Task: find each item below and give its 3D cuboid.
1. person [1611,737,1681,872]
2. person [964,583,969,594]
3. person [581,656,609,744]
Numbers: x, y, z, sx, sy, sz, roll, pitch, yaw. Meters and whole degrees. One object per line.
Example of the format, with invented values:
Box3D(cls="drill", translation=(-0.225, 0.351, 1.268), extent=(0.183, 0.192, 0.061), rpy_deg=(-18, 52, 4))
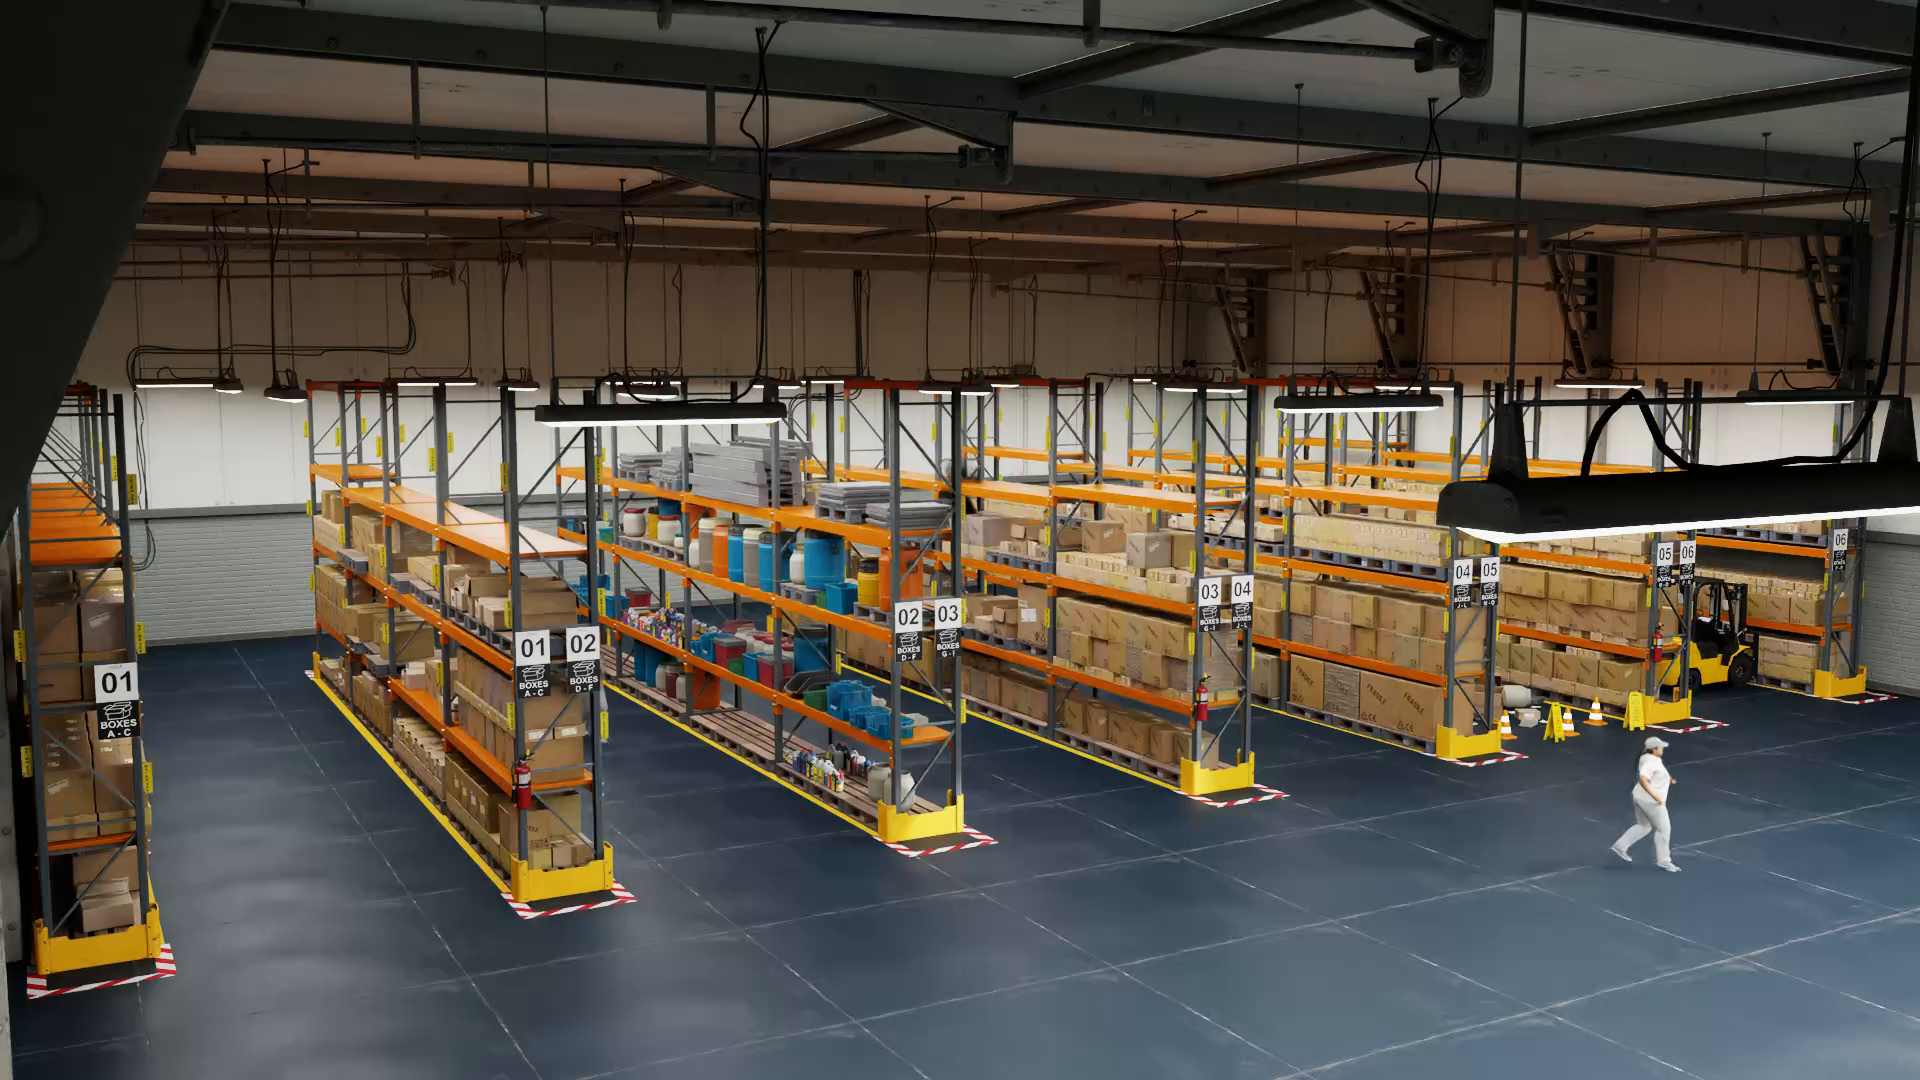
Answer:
Box3D(cls="person", translation=(8.621, 3.294, 20.824), extent=(0.813, 1.689, 0.602), rpy_deg=(1, 6, 6))
Box3D(cls="person", translation=(-0.001, 1.670, 35.267), extent=(0.713, 1.687, 0.902), rpy_deg=(-4, 7, -33))
Box3D(cls="person", translation=(-6.180, 2.535, 27.903), extent=(0.511, 1.713, 0.825), rpy_deg=(-5, 8, -37))
